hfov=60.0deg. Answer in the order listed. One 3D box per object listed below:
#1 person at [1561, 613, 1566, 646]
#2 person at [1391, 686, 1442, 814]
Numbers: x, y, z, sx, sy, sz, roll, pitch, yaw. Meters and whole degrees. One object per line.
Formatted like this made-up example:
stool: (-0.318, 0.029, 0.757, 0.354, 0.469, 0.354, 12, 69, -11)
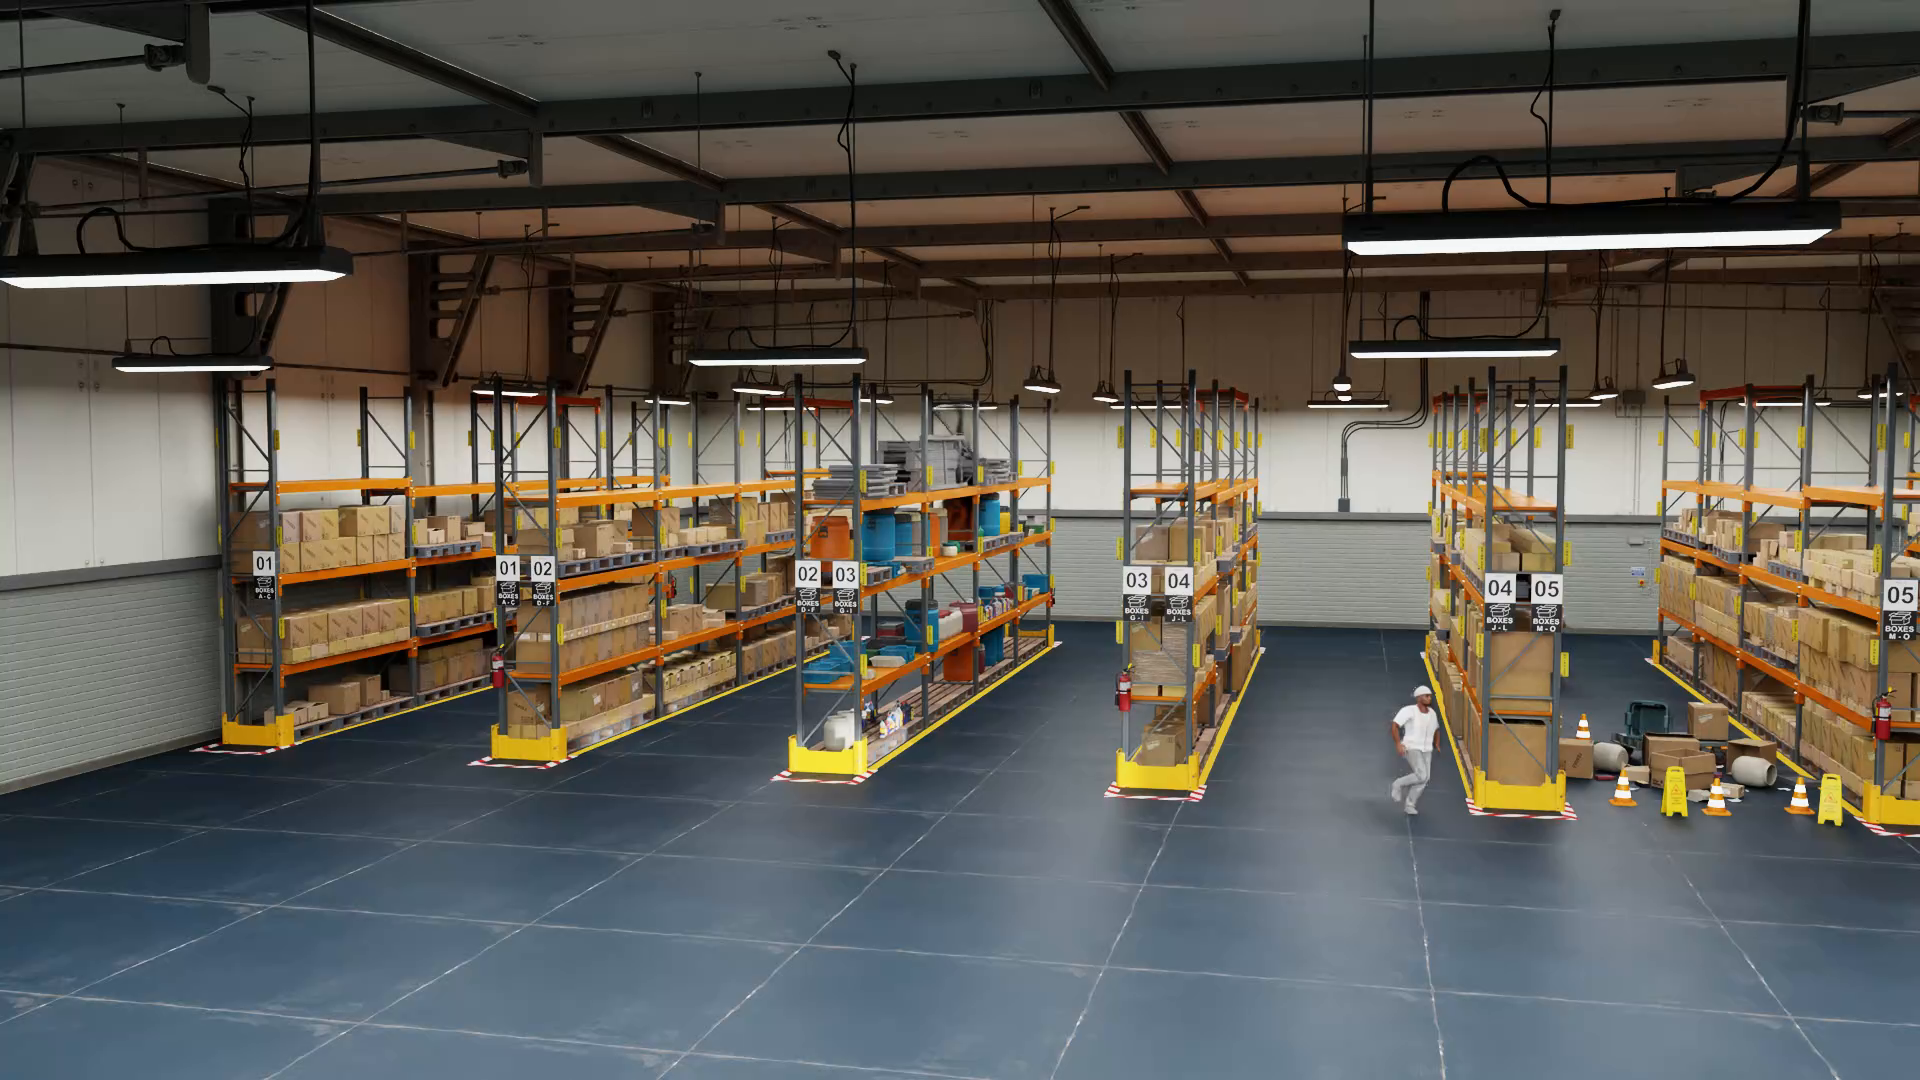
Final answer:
person: (12.402, 2.093, 34.792, 0.592, 1.701, 0.786, 0, 3, 3)
person: (6.188, 2.815, 22.371, 0.744, 1.691, 0.545, -2, 4, -25)
